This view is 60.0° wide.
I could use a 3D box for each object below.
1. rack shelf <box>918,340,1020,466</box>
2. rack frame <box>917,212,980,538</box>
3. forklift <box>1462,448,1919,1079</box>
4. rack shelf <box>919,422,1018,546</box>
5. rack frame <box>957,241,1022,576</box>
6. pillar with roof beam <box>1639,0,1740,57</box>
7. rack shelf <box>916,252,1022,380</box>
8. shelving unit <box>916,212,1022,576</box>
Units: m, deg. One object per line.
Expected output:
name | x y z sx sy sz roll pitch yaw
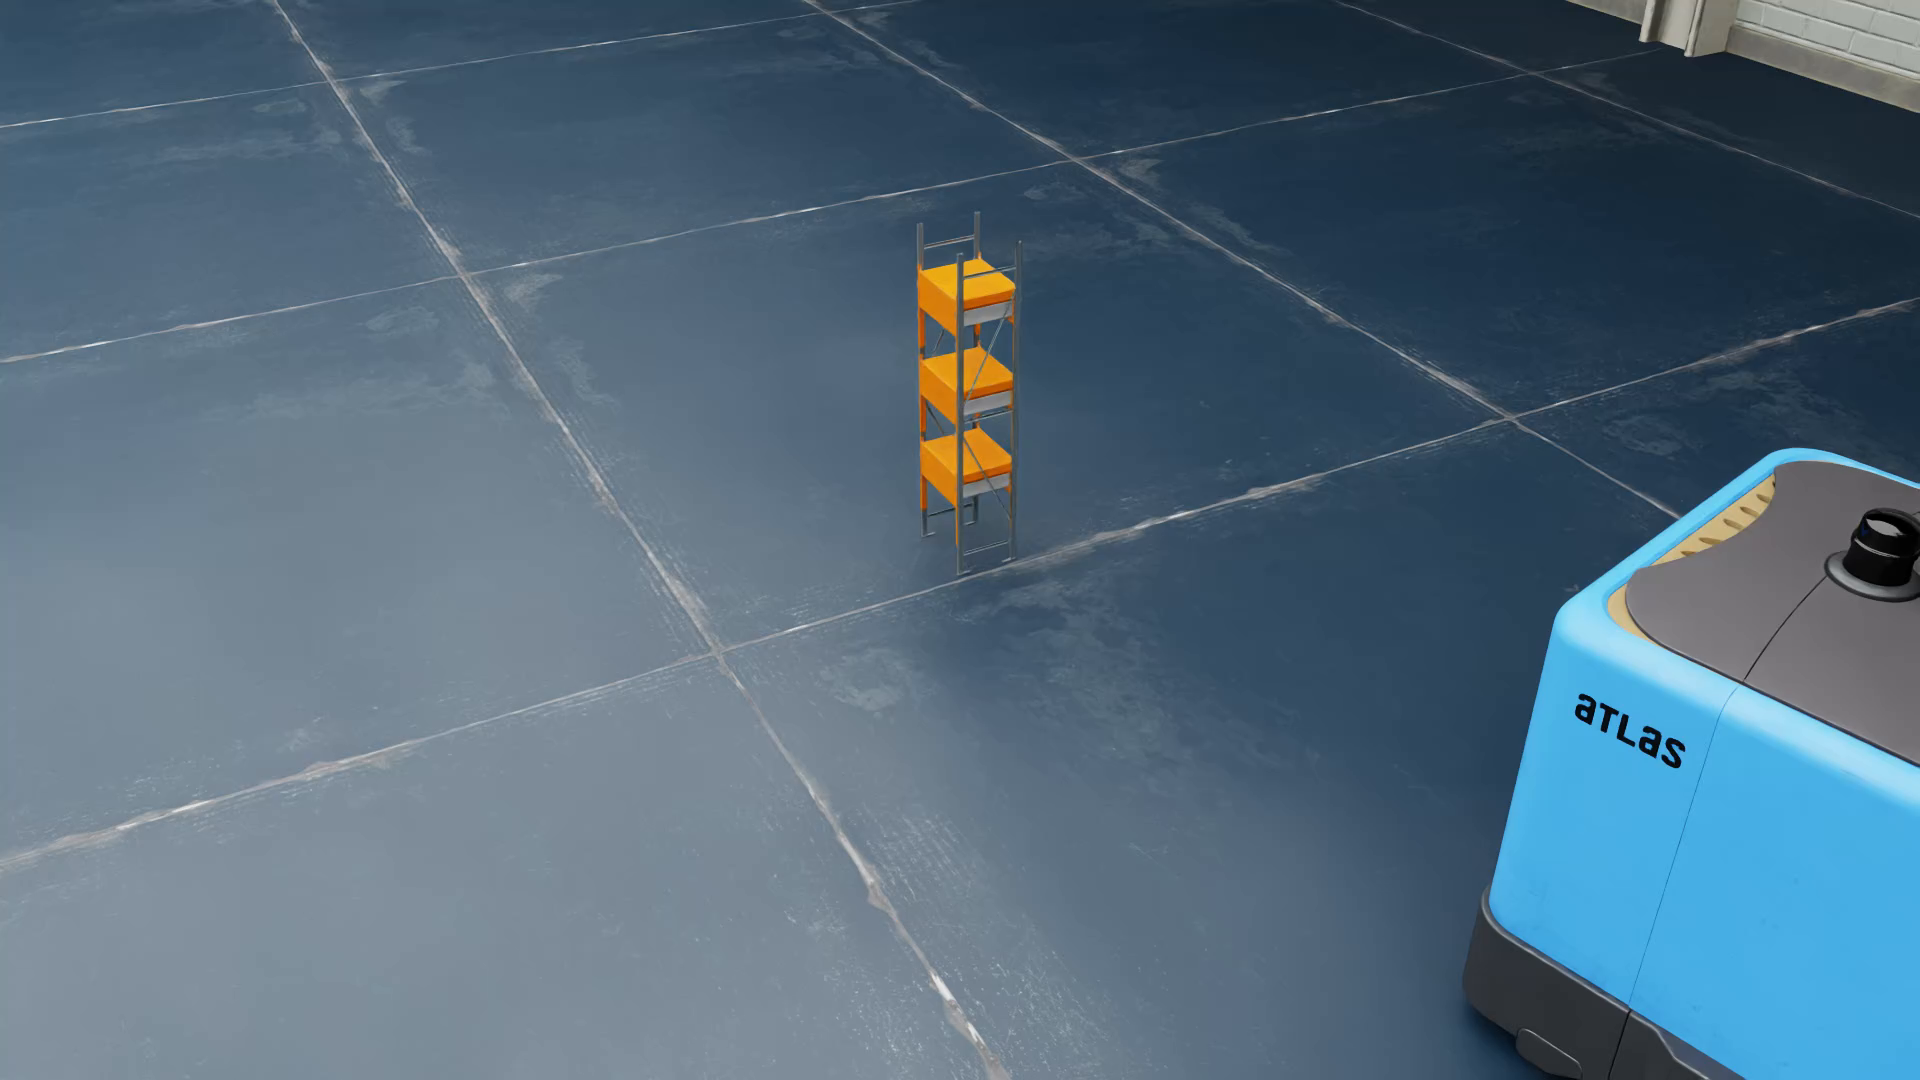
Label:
rack shelf | 0.025 -0.408 4.933 0.215 0.259 0.240 -16 36 -23
rack frame | -0.032 -0.475 5.018 0.200 1.050 0.008 -16 36 -23
forklift | 2.456 0.208 2.208 1.130 2.935 3.031 -26 41 -35
rack shelf | 0.025 -0.174 5.083 0.215 0.259 0.240 -16 36 -23
rack frame | 0.082 -0.358 4.836 0.200 1.050 0.008 -16 36 -23
pillar with roof beam | 0.453 -5.624 5.686 9.100 9.000 0.400 -16 36 -23
rack shelf | 0.025 -0.647 4.780 0.215 0.259 0.240 -16 36 -23
shelving unit | 0.025 -0.417 4.927 0.215 1.050 0.252 -16 36 -23
